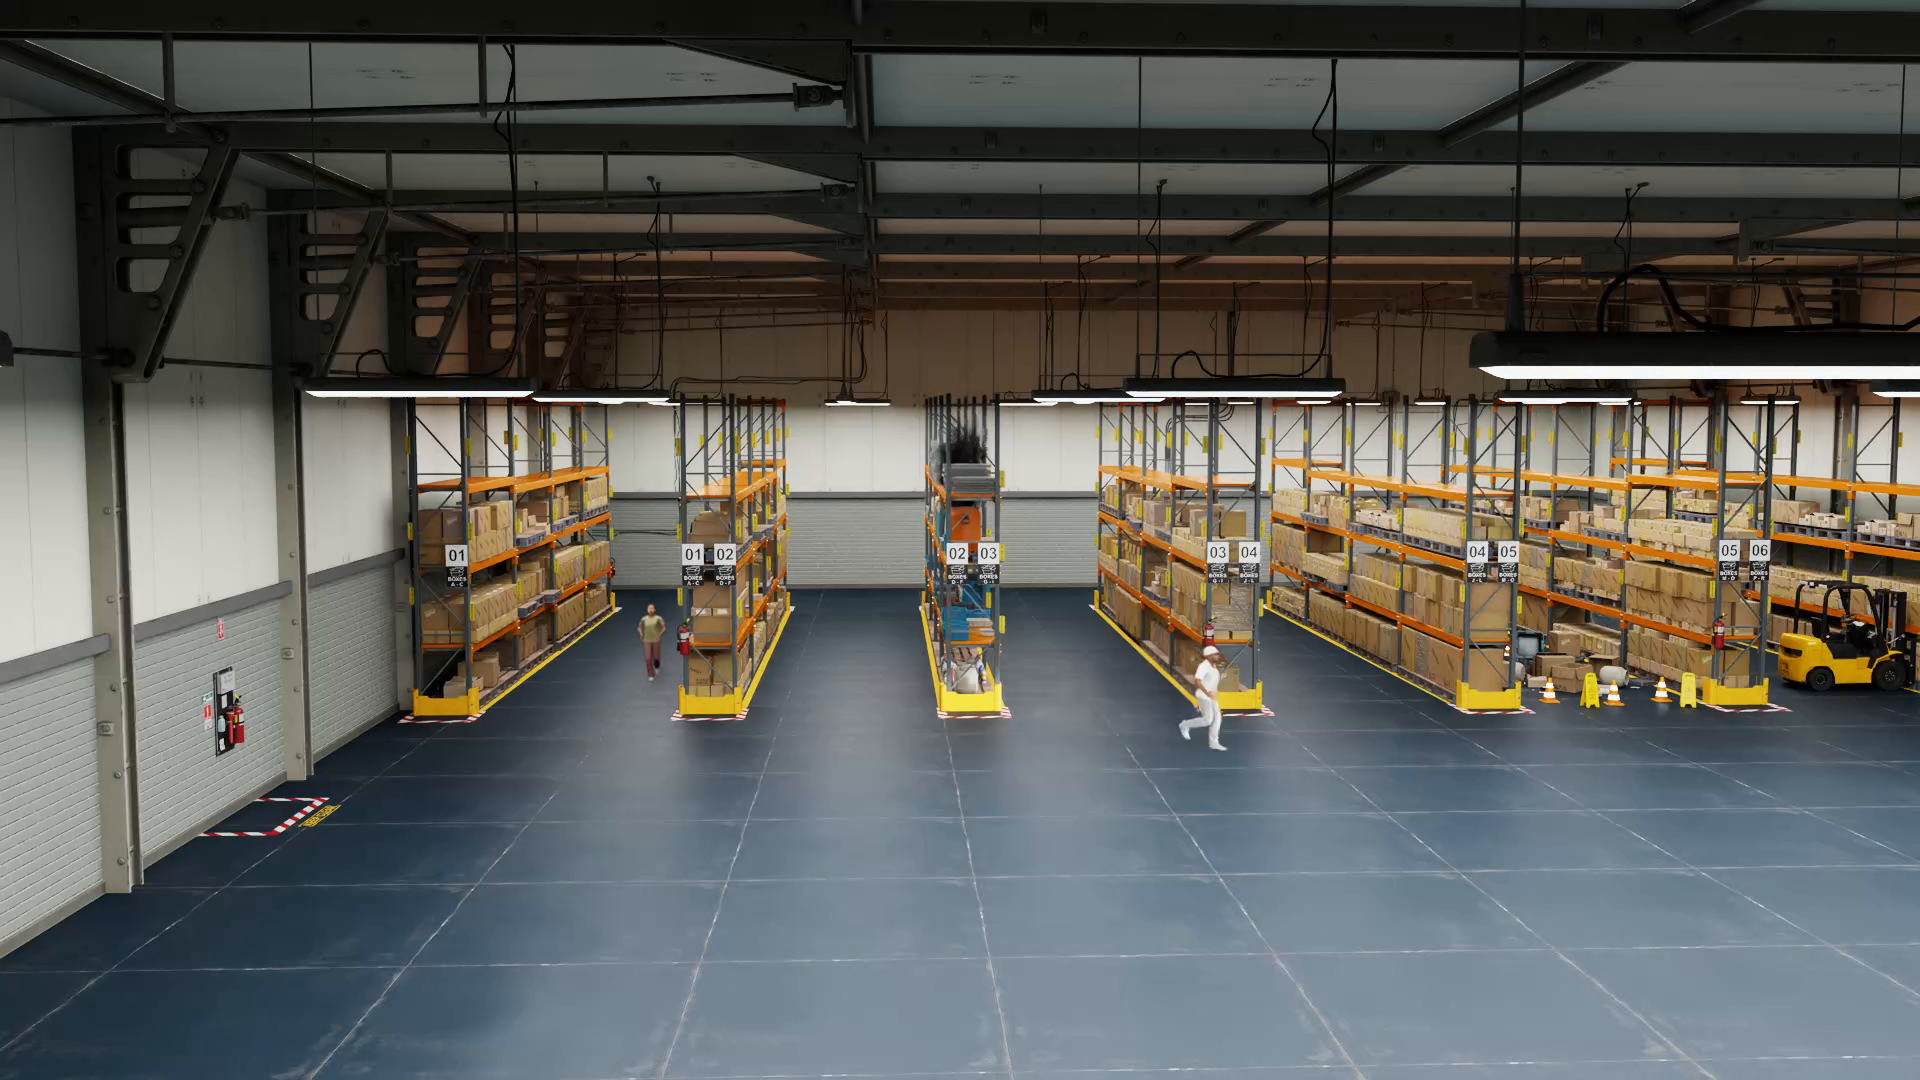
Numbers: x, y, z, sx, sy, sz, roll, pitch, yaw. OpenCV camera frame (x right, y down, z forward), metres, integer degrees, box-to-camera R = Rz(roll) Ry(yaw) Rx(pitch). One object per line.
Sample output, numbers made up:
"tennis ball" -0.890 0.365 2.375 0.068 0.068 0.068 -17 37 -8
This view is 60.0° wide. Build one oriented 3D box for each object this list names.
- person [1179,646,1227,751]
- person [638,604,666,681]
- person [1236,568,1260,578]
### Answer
"person" 4.125 2.653 28.045 0.839 1.744 0.727 2 5 25
"person" -6.502 2.147 35.051 0.580 1.608 0.609 0 5 -4
"person" 7.839 1.270 45.449 0.683 1.767 0.669 0 5 5
